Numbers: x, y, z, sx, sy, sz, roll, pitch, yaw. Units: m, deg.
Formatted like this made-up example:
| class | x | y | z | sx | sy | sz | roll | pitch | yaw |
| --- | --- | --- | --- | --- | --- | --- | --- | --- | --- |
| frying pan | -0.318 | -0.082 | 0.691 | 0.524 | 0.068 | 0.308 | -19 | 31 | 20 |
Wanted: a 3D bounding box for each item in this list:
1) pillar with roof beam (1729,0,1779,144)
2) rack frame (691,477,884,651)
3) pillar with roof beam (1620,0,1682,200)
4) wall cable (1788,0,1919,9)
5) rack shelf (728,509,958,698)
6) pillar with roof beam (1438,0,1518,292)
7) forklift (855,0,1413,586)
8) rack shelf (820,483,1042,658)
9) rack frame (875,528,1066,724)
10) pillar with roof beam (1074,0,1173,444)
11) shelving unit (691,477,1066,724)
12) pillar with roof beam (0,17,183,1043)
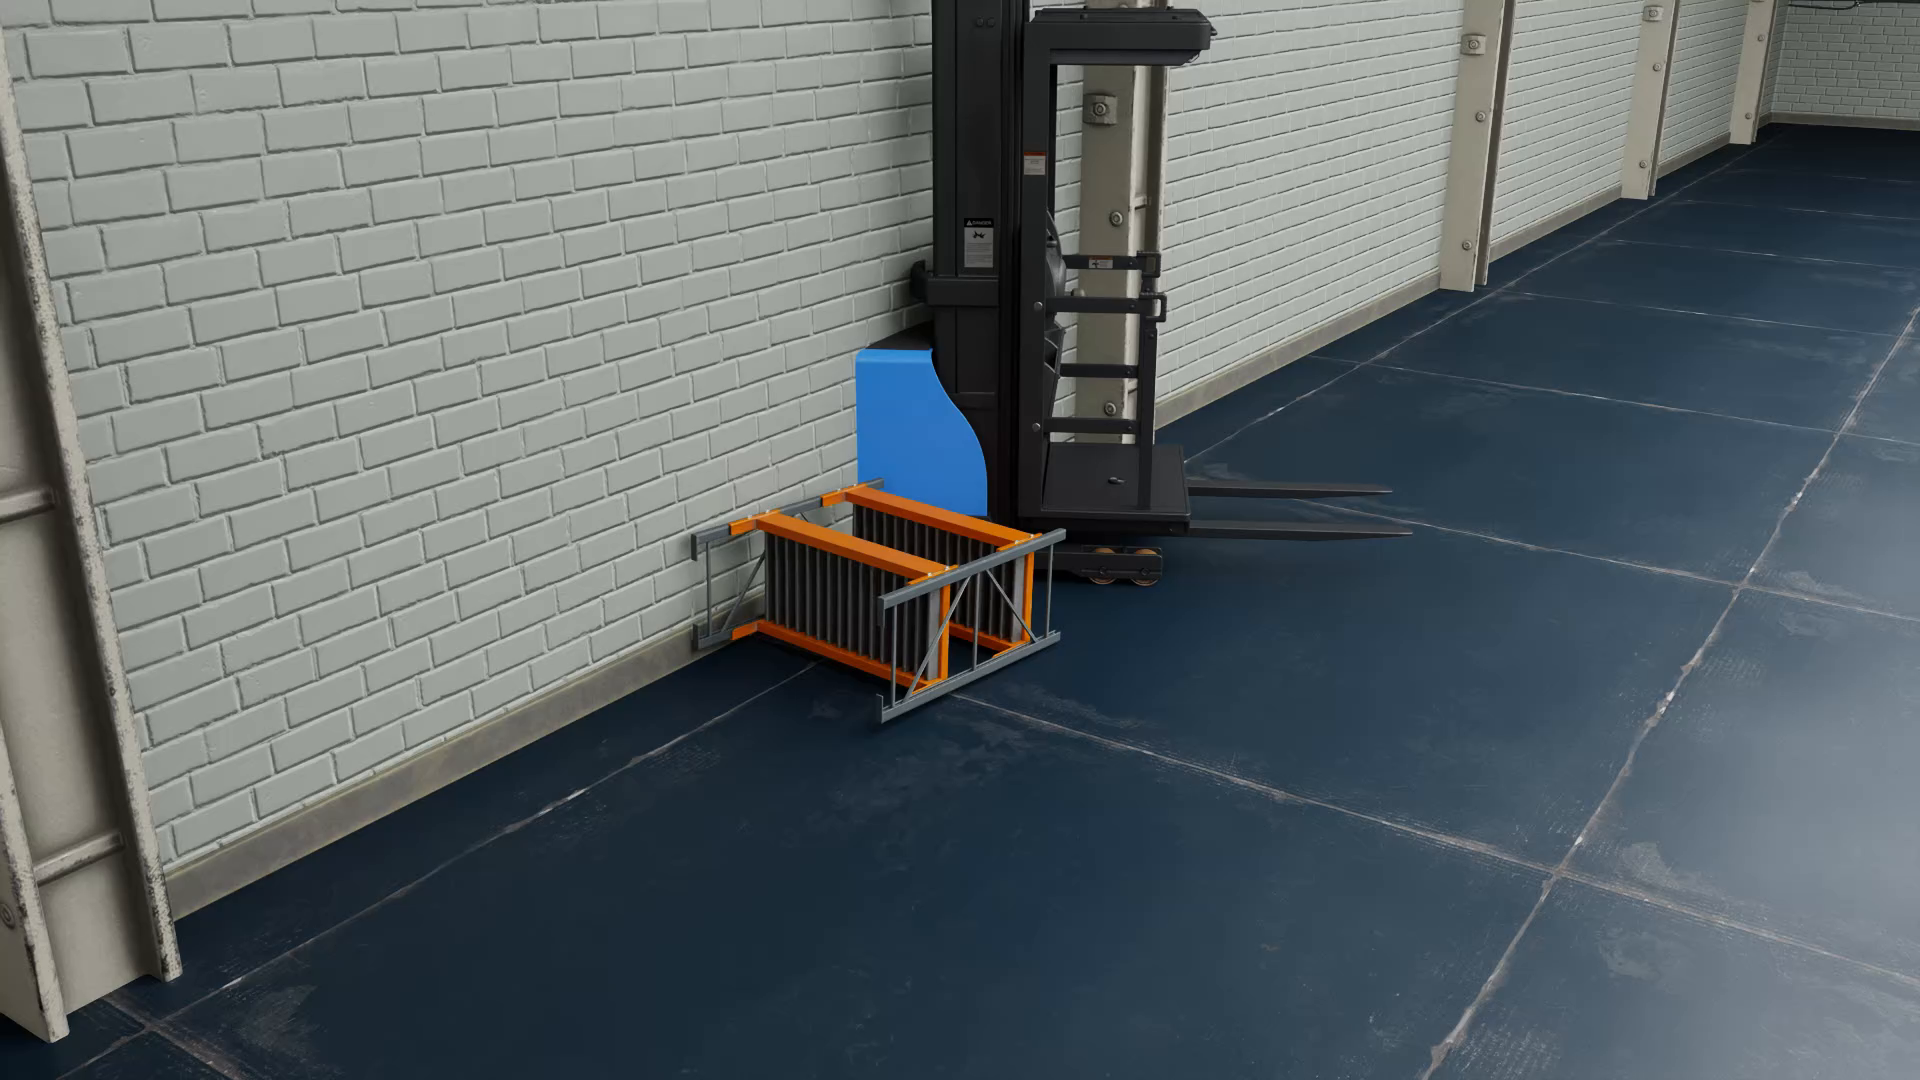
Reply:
| class | x | y | z | sx | sy | sz | roll | pitch | yaw |
| --- | --- | --- | --- | --- | --- | --- | --- | --- | --- |
| pillar with roof beam | 14.550 | -8.977 | 19.563 | 9.100 | 9.000 | 0.400 | 13 | 24 | 32 |
| rack frame | -0.721 | 0.085 | 7.181 | 0.032 | 0.500 | 1.125 | 17 | 24 | 37 |
| pillar with roof beam | 11.177 | -7.256 | 14.909 | 9.100 | 9.000 | 0.400 | 13 | 24 | 32 |
| wall cable | 13.739 | -8.948 | 23.959 | 3.097 | 2.526 | 0.112 | 13 | 24 | 32 |
| rack shelf | -0.486 | 0.259 | 6.699 | 1.000 | 0.538 | 0.278 | 17 | 24 | 37 |
| pillar with roof beam | 7.804 | -5.534 | 10.255 | 9.100 | 9.000 | 0.400 | 13 | 24 | 32 |
| forklift | 0.620 | -1.356 | 7.705 | 3.031 | 2.935 | 1.130 | 2 | 20 | 5 |
| rack shelf | -0.143 | 0.135 | 7.093 | 1.000 | 0.538 | 0.278 | 17 | 24 | 37 |
| rack frame | 0.061 | 0.319 | 6.575 | 0.032 | 0.500 | 1.125 | 17 | 24 | 37 |
| pillar with roof beam | 4.431 | -3.813 | 5.601 | 9.100 | 9.000 | 0.400 | 13 | 24 | 32 |
| shelving unit | -0.330 | 0.202 | 6.878 | 1.048 | 0.538 | 1.125 | 17 | 24 | 37 |
| pillar with roof beam | 1.059 | -2.091 | 0.947 | 9.100 | 9.000 | 0.400 | 13 | 24 | 32 |
